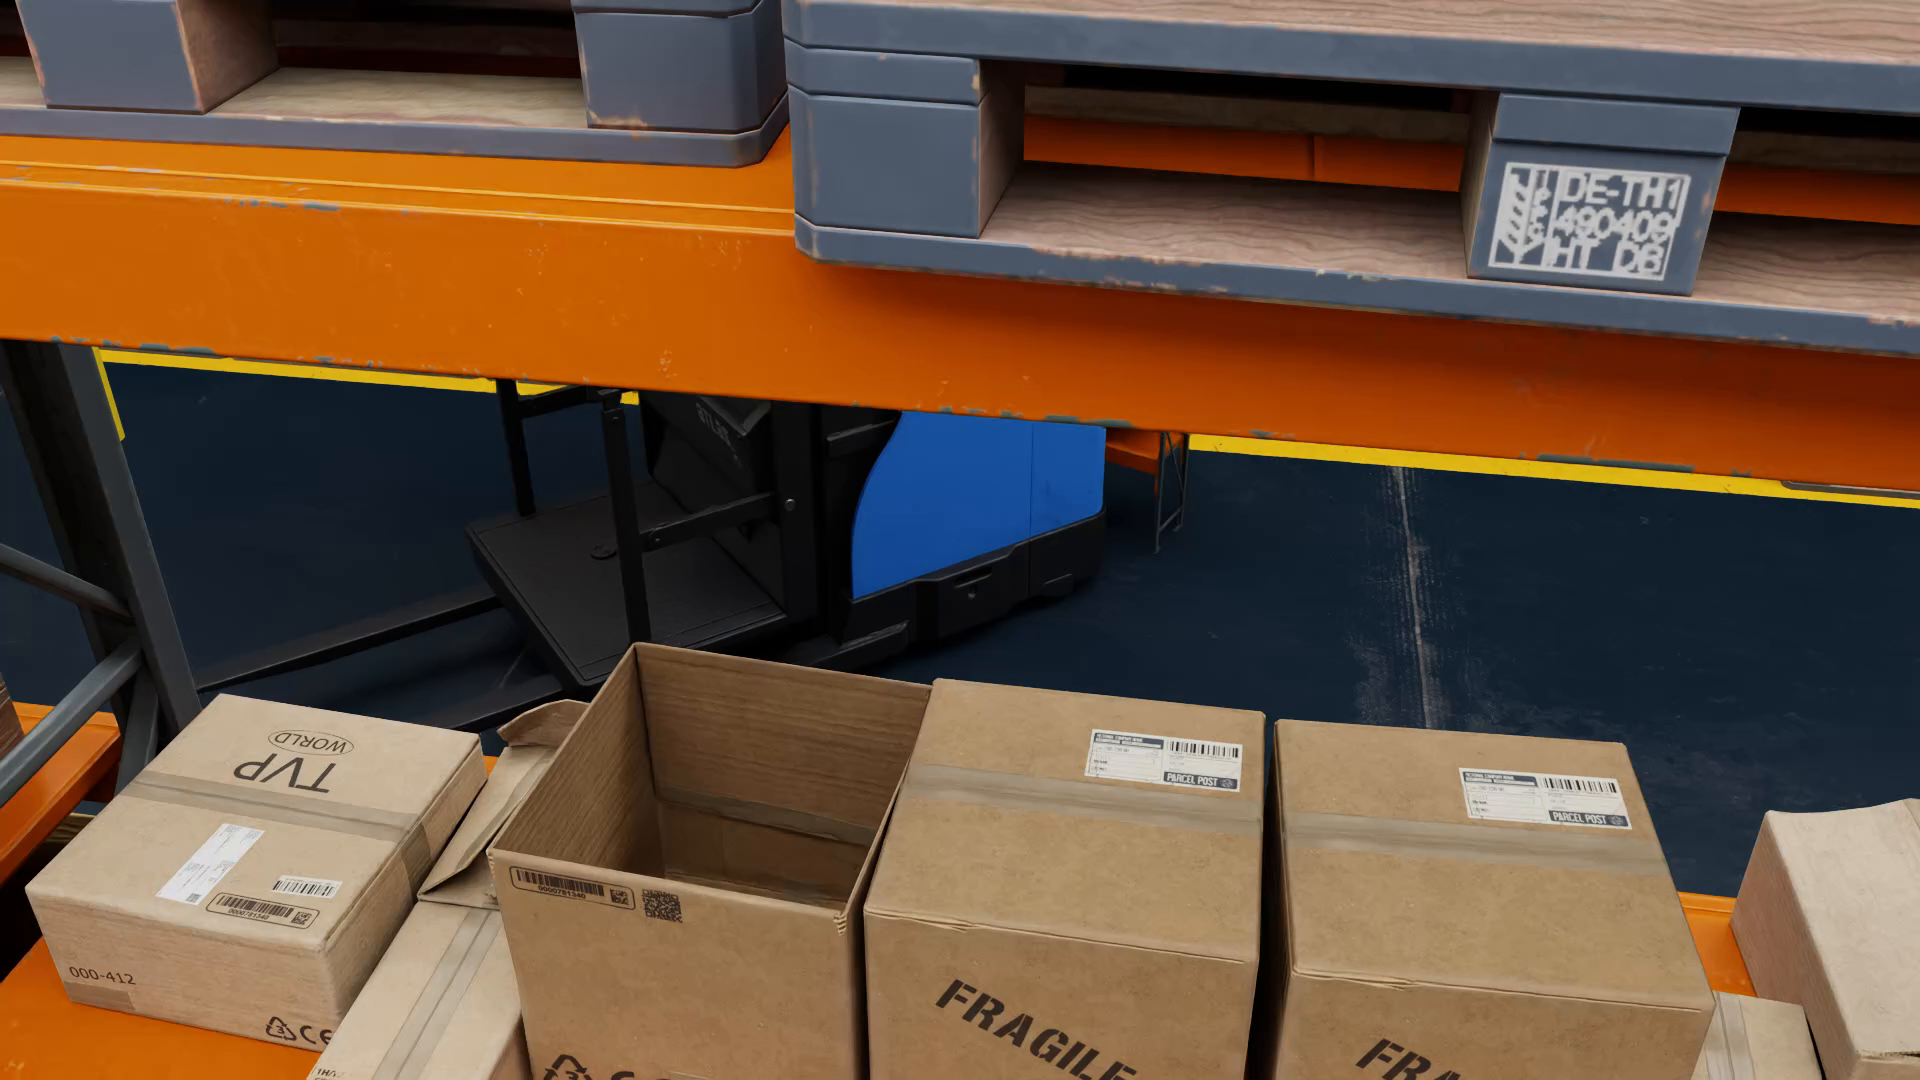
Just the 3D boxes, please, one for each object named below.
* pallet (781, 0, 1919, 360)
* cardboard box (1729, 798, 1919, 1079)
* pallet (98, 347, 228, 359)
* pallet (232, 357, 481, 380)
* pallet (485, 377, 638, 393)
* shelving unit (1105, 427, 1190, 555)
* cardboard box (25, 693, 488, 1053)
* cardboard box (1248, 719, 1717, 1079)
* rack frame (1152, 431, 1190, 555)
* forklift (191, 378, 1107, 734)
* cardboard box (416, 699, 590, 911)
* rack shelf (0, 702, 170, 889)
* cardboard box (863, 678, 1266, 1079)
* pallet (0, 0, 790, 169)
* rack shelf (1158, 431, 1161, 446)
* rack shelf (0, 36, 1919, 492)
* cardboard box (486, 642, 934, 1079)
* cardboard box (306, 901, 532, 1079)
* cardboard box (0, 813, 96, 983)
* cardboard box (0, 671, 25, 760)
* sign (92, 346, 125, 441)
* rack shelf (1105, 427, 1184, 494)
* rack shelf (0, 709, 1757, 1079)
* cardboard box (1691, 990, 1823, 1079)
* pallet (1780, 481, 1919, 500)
[{"bbox_3d":[0.553,-0.503,1.577,1.213,0.211,1.003,7,33,10],"label":"pallet"},{"bbox_3d":[1.491,0.658,2.456,0.500,0.311,0.500,5,32,8],"label":"cardboard box"},{"bbox_3d":[-3.847,-1.225,8.007,1.213,0.211,1.003,5,32,8],"label":"pallet"},{"bbox_3d":[-2.648,-1.114,7.831,1.213,0.211,1.003,5,32,8],"label":"pallet"},{"bbox_3d":[-1.441,-1.007,7.659,1.213,0.211,1.003,5,32,8],"label":"pallet"},{"bbox_3d":[0.571,-0.577,6.041,0.503,1.200,0.258,18,36,26],"label":"shelving unit"},{"bbox_3d":[-1.110,0.529,2.720,0.500,0.250,0.500,7,33,11],"label":"cardboard box"},{"bbox_3d":[0.683,0.617,2.342,0.500,0.500,0.500,3,32,6],"label":"cardboard box"},{"bbox_3d":[0.780,-0.509,5.933,0.015,1.200,0.240,18,36,26],"label":"rack frame"},{"bbox_3d":[-1.001,-0.885,4.901,3.031,2.935,1.130,-19,37,-27],"label":"forklift"},{"bbox_3d":[-0.706,0.483,2.777,0.258,0.266,0.396,4,32,7],"label":"cardboard box"},{"bbox_3d":[-3.575,0.570,3.190,4.000,0.370,1.077,5,32,8],"label":"rack shelf"},{"bbox_3d":[0.164,0.570,2.418,0.500,0.500,0.500,5,32,8],"label":"cardboard box"},{"bbox_3d":[-0.732,-0.675,1.854,1.217,0.209,0.805,4,32,6],"label":"pallet"},{"bbox_3d":[0.571,-0.520,6.076,0.480,0.148,0.258,18,36,26],"label":"rack shelf"},{"bbox_3d":[0.368,-0.344,1.824,4.000,0.370,1.077,5,32,8],"label":"rack shelf"},{"bbox_3d":[-0.330,0.526,2.489,0.500,0.500,0.500,7,33,12],"label":"cardboard box"},{"bbox_3d":[-0.764,0.736,2.483,0.250,0.149,0.380,5,32,8],"label":"cardboard box"},{"bbox_3d":[-2.008,0.908,3.461,0.500,0.500,0.500,5,32,8],"label":"cardboard box"},{"bbox_3d":[-2.042,0.365,2.745,0.500,0.500,0.700,4,32,7],"label":"cardboard box"},{"bbox_3d":[-1.521,-0.298,2.882,0.005,0.325,0.100,5,32,8],"label":"sign"},{"bbox_3d":[0.571,-0.351,6.182,0.480,0.148,0.258,18,36,26],"label":"rack shelf"},{"bbox_3d":[0.368,0.927,2.619,4.000,0.370,1.077,5,32,8],"label":"rack shelf"},{"bbox_3d":[1.073,0.823,2.345,0.250,0.149,0.380,8,33,12],"label":"cardboard box"},{"bbox_3d":[3.934,-0.498,6.847,1.213,0.211,1.003,5,32,8],"label":"pallet"}]
